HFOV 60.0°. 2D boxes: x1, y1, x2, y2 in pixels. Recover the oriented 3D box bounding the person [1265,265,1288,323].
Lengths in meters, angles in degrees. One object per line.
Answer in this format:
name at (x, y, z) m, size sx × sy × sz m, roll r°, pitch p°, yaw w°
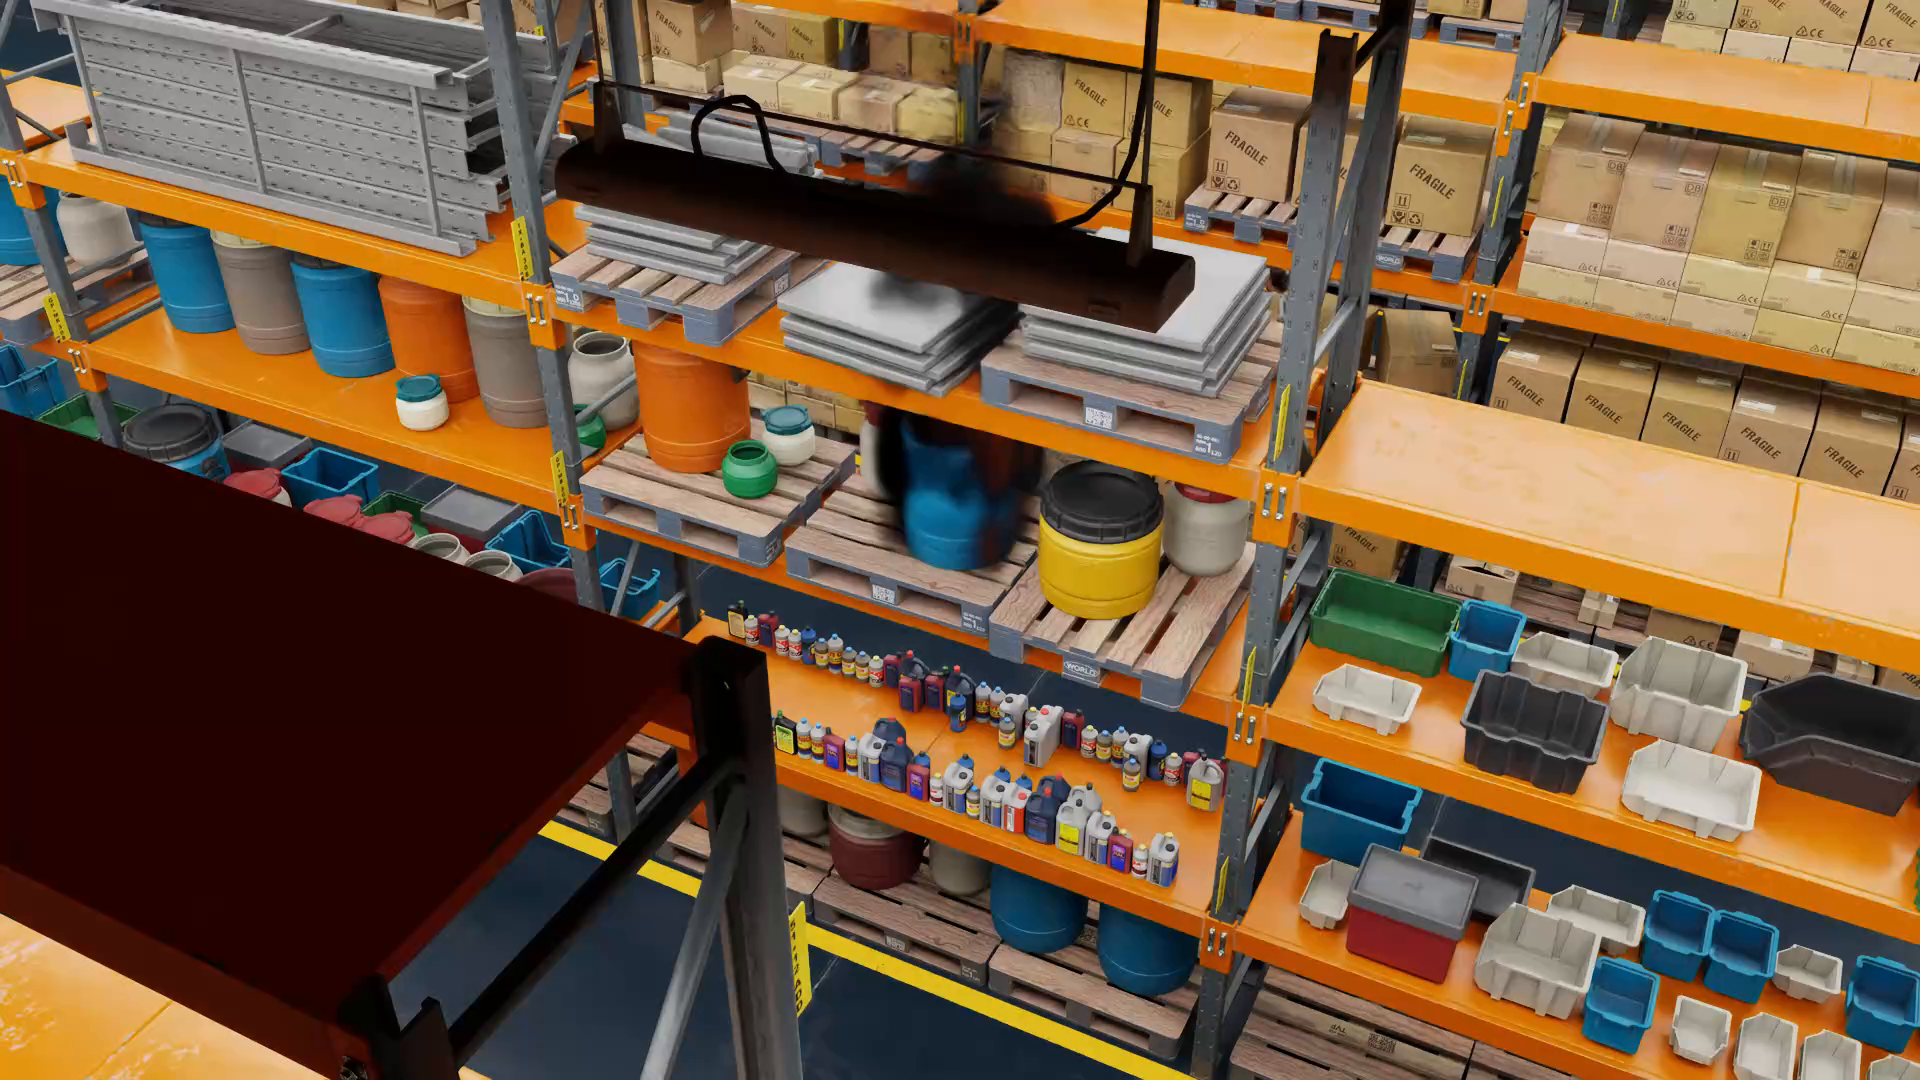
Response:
person at (2.819, -1.718, 14.890) m, size 0.875 × 1.647 × 0.553 m, roll 13°, pitch 37°, yaw 18°
